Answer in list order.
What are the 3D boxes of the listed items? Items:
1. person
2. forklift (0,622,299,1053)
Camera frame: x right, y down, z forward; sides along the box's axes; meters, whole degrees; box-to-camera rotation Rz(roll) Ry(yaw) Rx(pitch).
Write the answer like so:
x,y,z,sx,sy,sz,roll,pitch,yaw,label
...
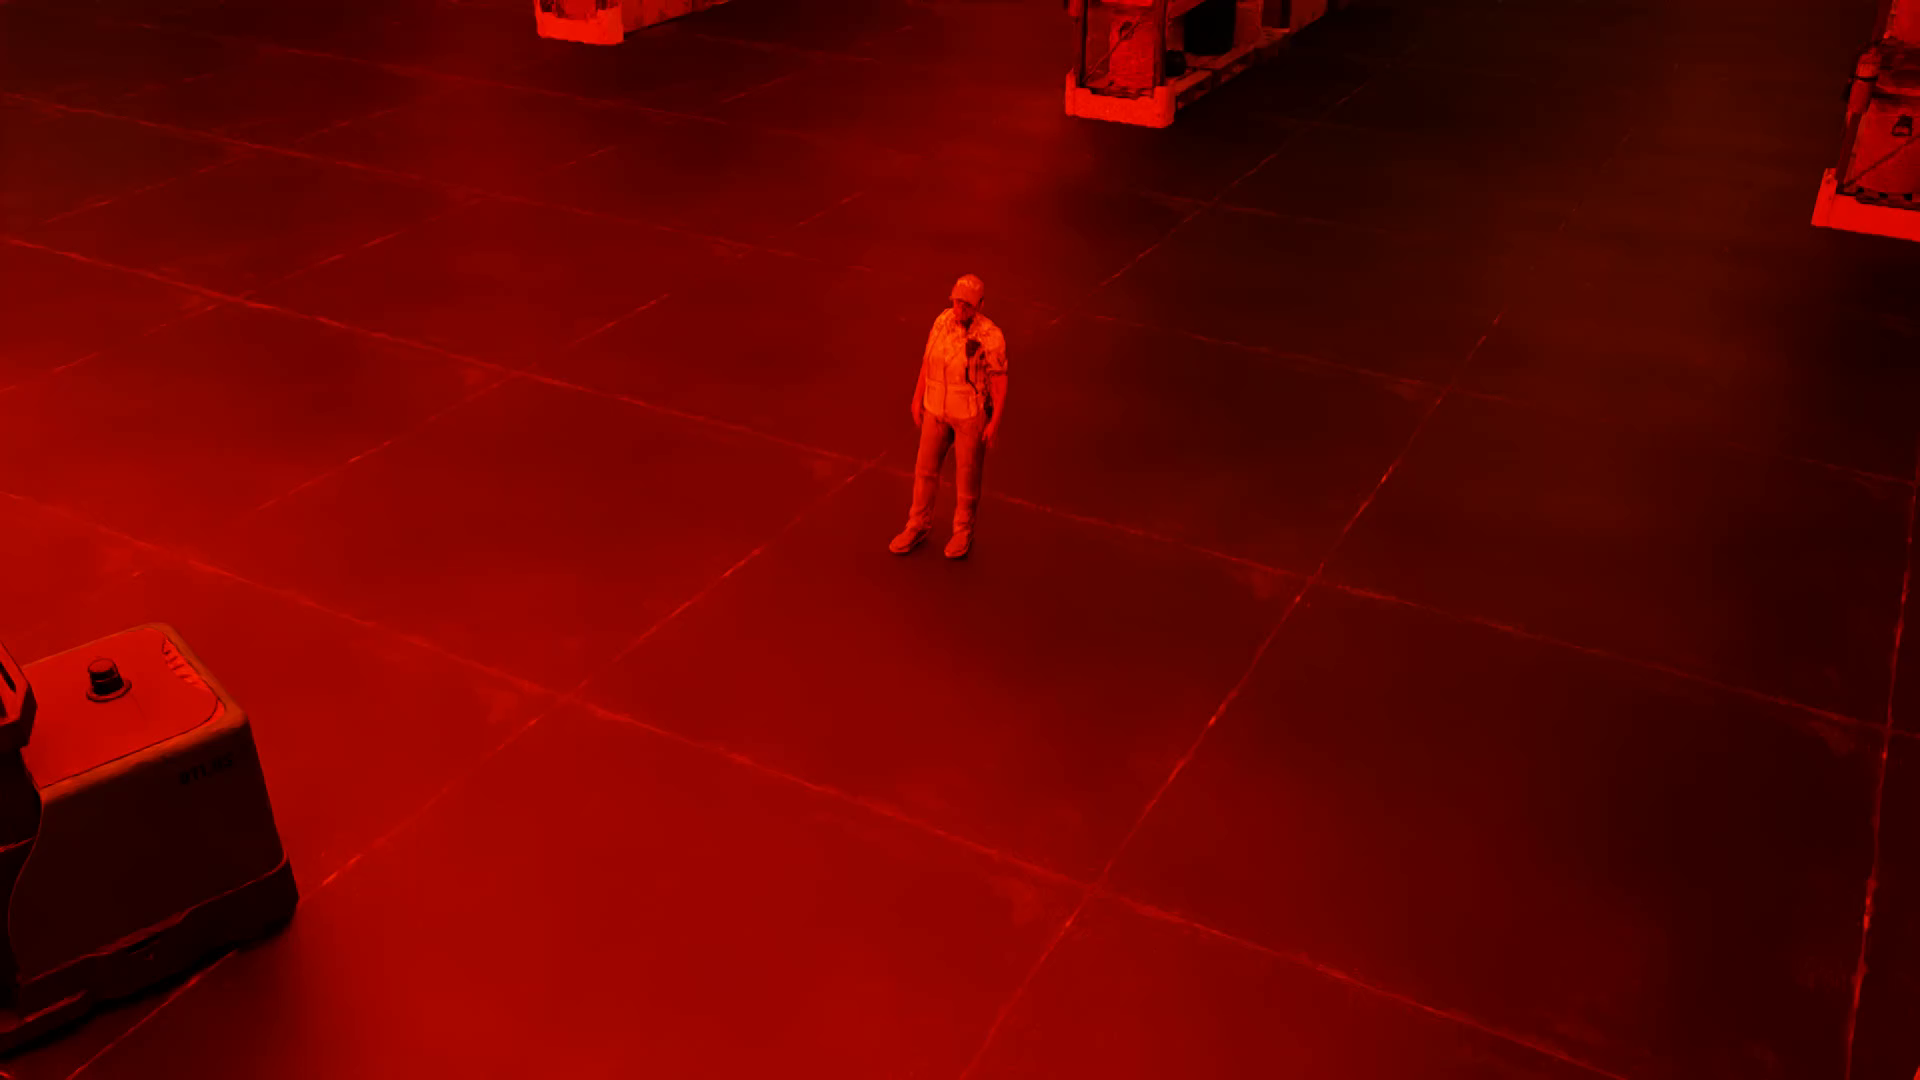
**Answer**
x,y,z,sx,sy,sz,roll,pitch,yaw,label
-0.057,-0.700,9.534,0.598,1.669,0.529,15,33,25,person
-4.291,0.662,5.924,3.031,2.935,1.130,-24,37,-35,forklift
